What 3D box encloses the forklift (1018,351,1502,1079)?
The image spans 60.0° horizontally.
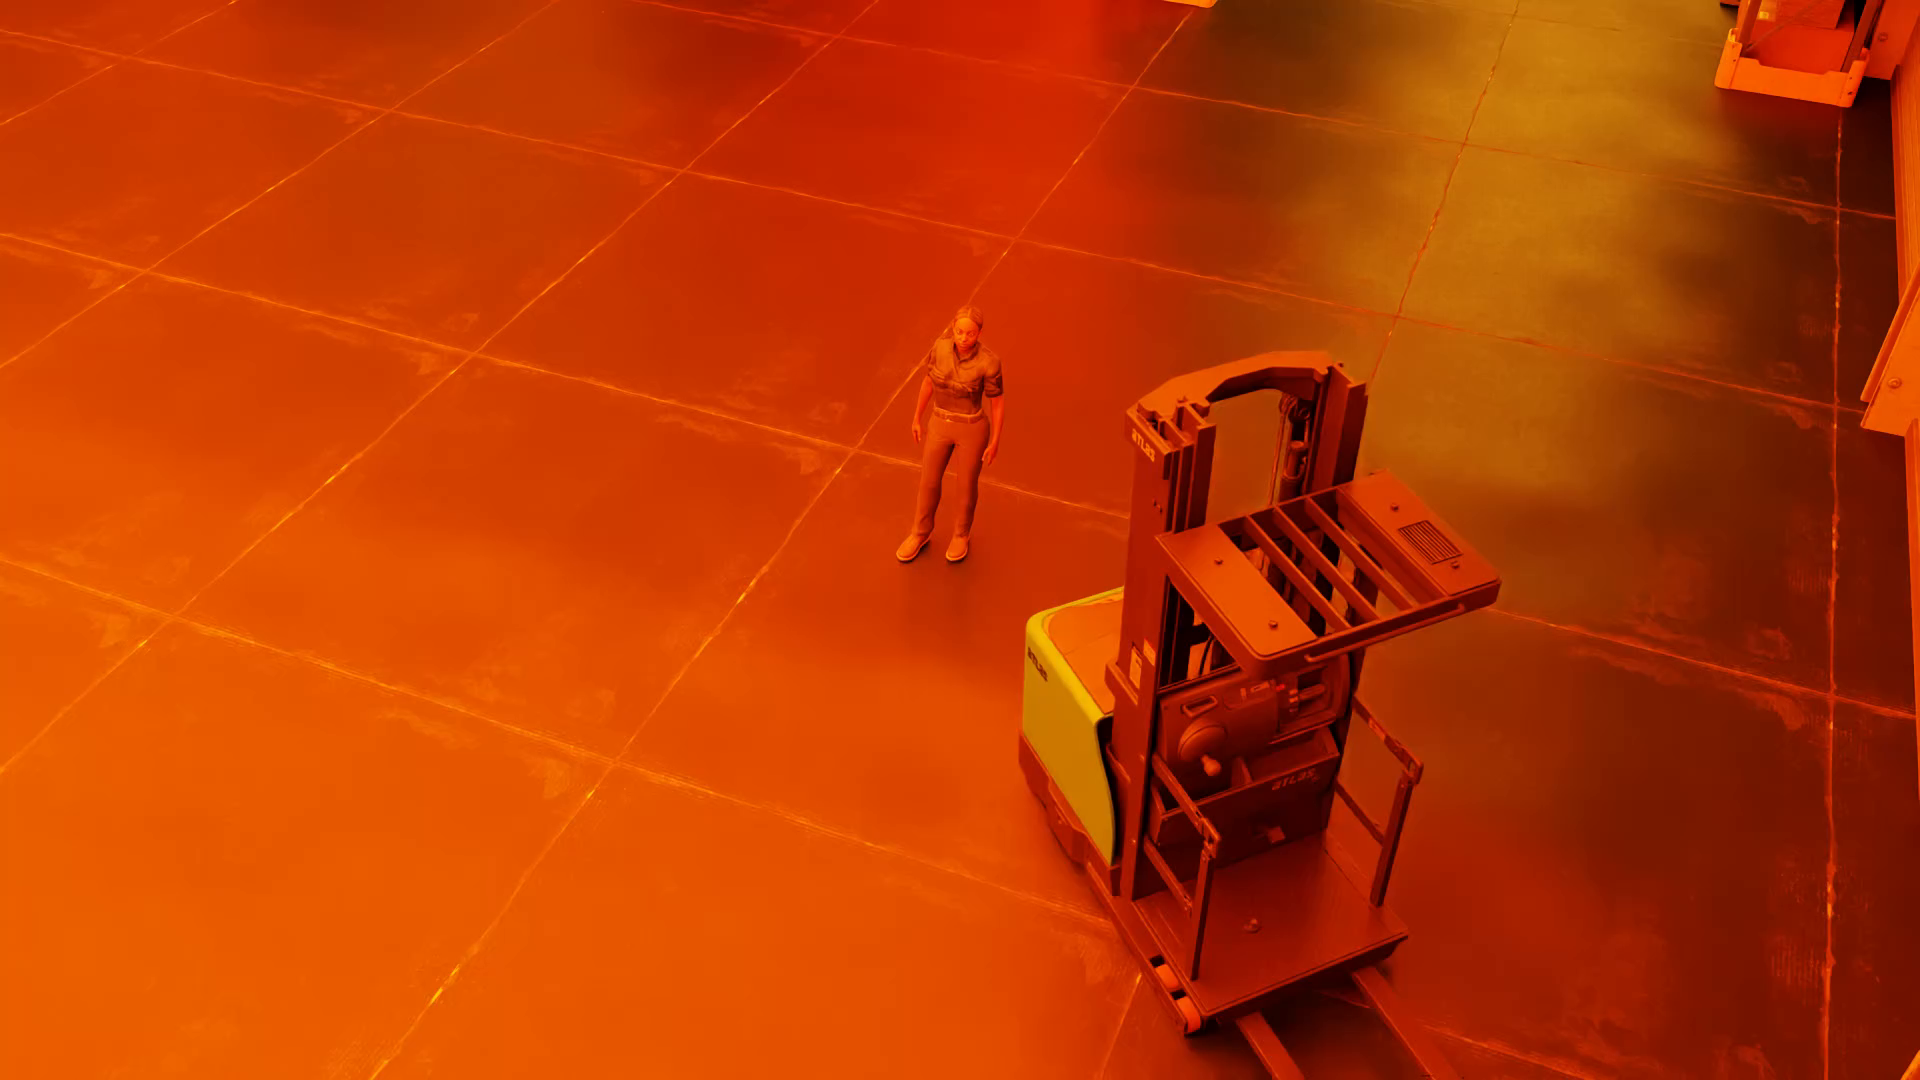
[{"bbox_3d":[1.370,0.809,7.040,1.130,2.935,3.031,-16,43,-18],"label":"forklift"}]

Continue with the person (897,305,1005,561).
[{"bbox_3d":[-0.052,-0.593,9.698,0.569,1.654,0.504,15,42,17],"label":"person"}]
